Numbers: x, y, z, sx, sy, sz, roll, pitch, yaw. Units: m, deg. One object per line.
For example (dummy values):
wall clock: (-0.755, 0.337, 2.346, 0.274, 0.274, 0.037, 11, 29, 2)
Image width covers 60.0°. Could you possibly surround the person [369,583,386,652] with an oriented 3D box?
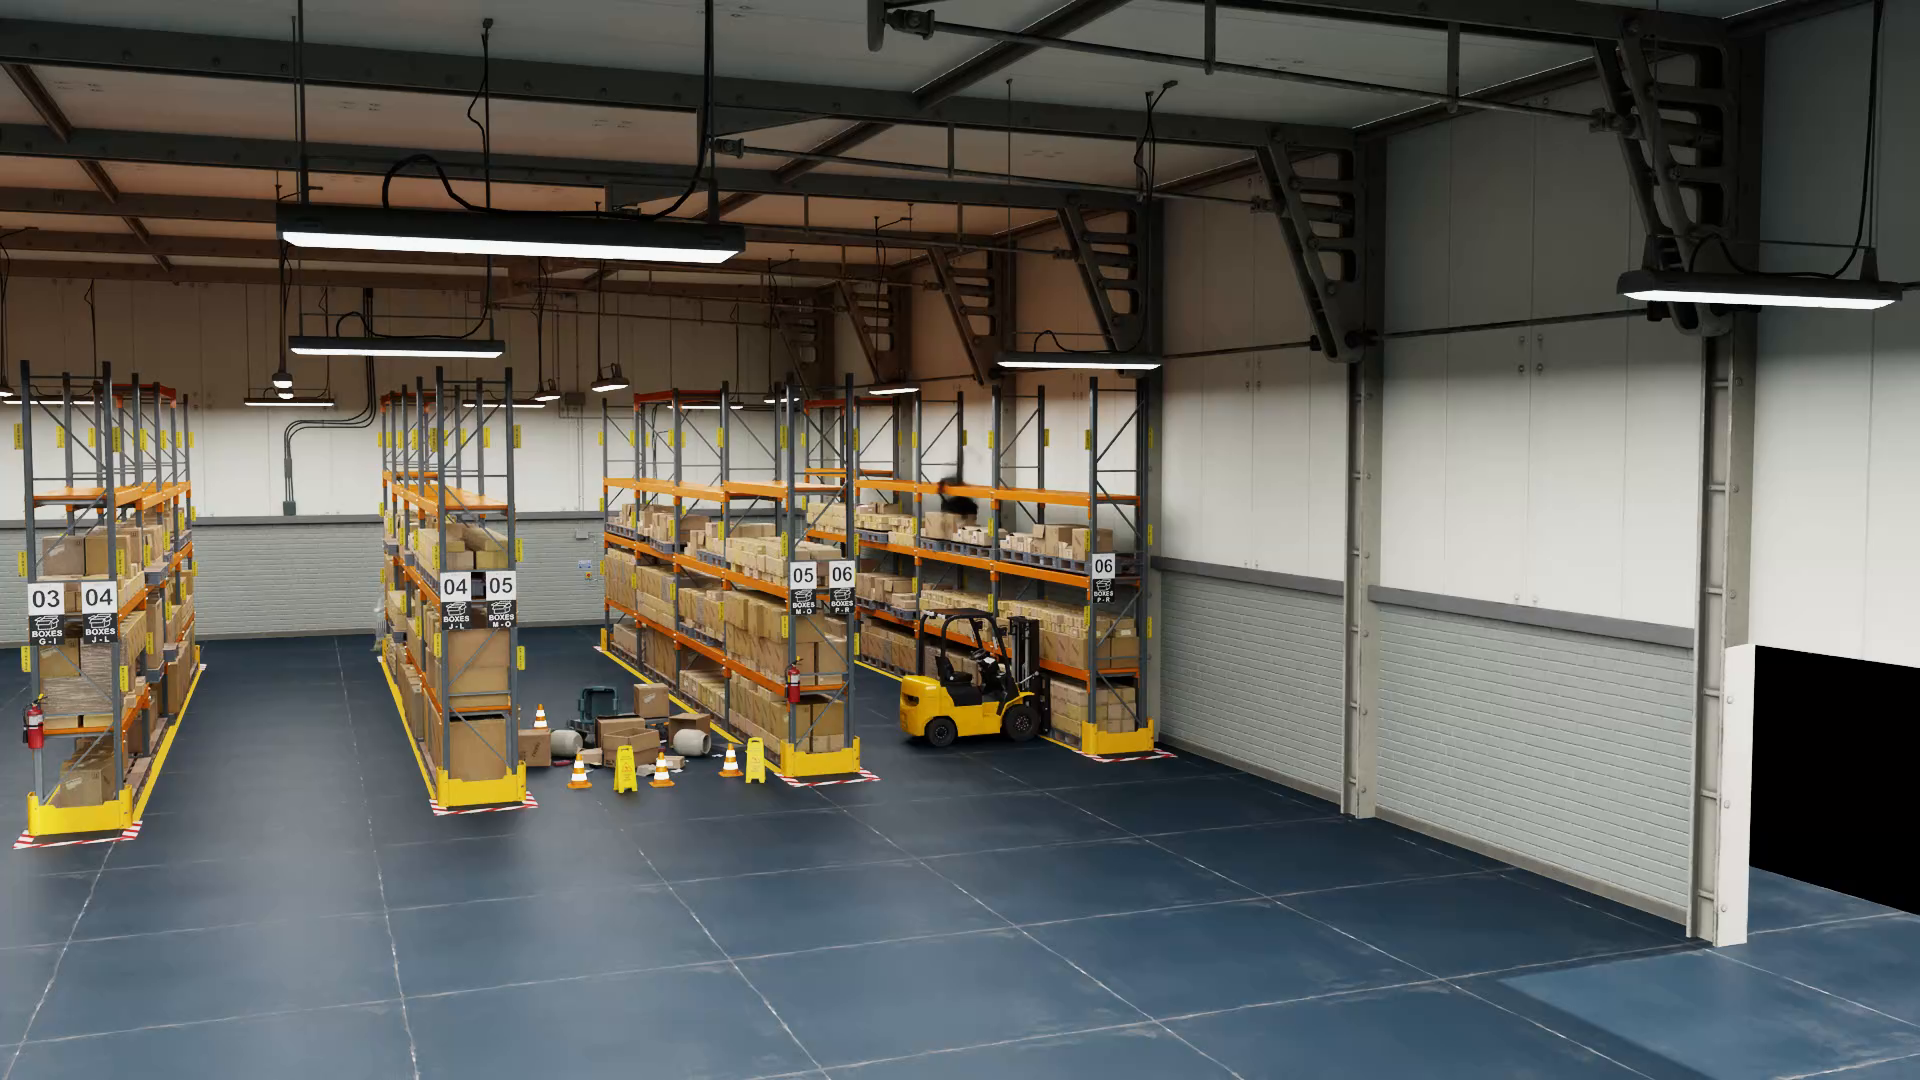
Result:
person: (-13.517, 1.801, 38.917, 0.811, 1.720, 0.764, 0, 3, -7)
